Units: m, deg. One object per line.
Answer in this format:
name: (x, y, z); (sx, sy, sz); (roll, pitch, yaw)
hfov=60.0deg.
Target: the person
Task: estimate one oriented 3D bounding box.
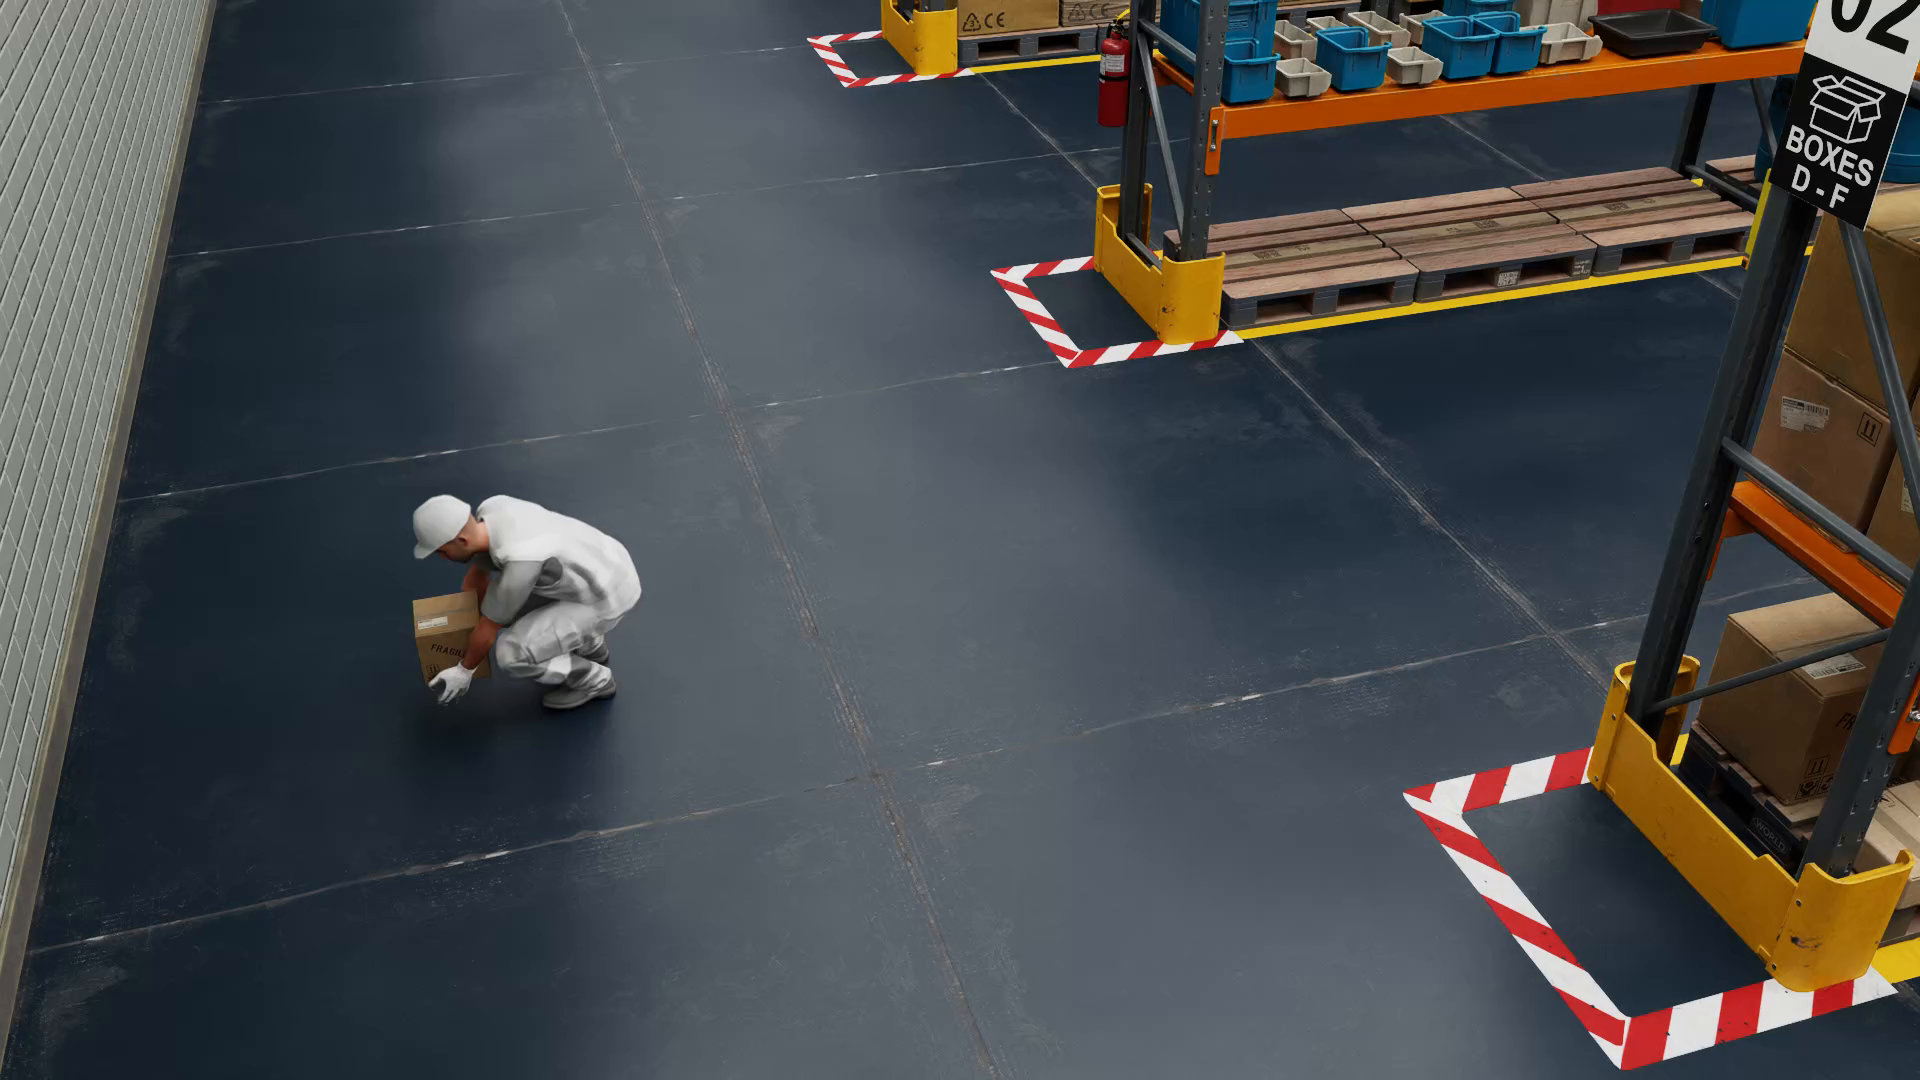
person: (-1.701, 0.193, 6.545); (0.866, 1.006, 0.555); (-11, 35, -15)
